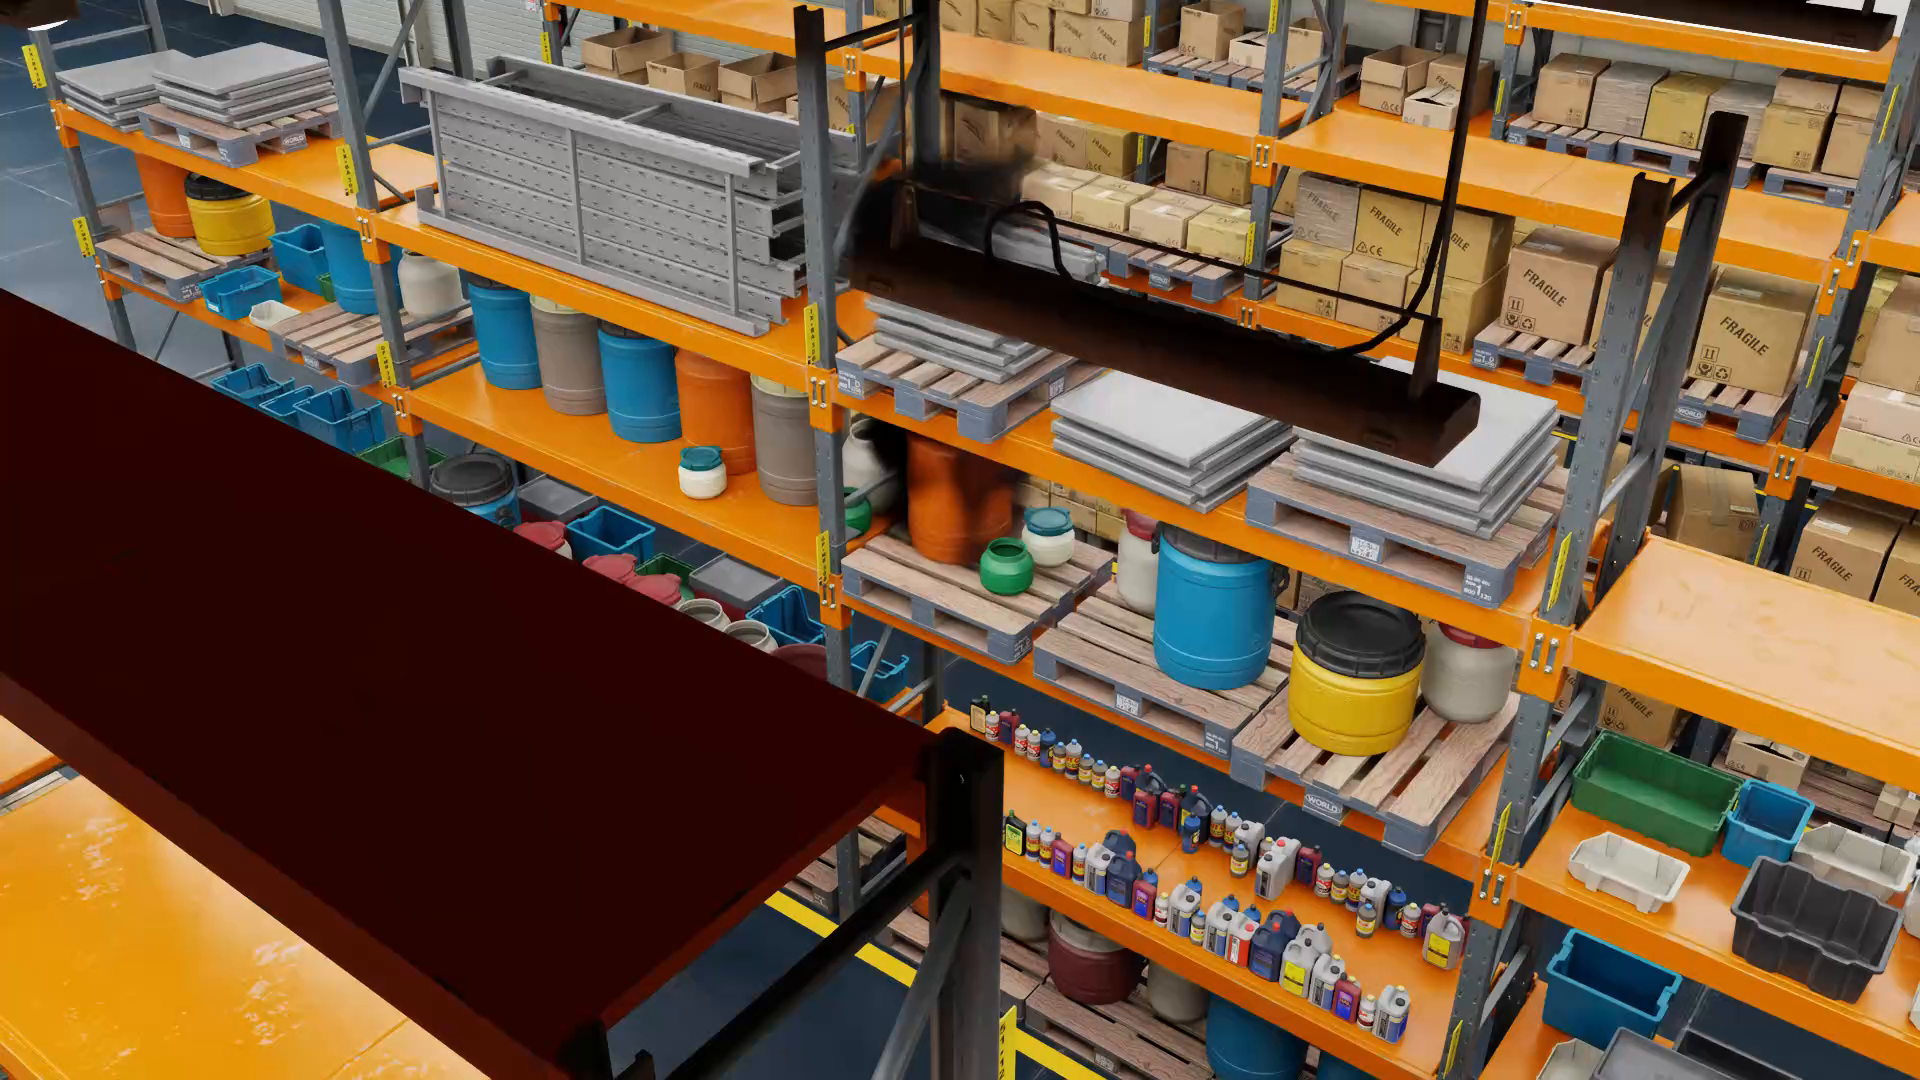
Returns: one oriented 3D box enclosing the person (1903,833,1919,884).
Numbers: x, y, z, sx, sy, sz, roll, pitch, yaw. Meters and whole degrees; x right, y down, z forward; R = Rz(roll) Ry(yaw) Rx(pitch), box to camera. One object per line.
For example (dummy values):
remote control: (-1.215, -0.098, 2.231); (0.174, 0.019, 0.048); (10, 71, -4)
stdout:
person: (5.729, 2.200, 10.012); (0.594, 1.736, 0.658); (12, 33, 19)
